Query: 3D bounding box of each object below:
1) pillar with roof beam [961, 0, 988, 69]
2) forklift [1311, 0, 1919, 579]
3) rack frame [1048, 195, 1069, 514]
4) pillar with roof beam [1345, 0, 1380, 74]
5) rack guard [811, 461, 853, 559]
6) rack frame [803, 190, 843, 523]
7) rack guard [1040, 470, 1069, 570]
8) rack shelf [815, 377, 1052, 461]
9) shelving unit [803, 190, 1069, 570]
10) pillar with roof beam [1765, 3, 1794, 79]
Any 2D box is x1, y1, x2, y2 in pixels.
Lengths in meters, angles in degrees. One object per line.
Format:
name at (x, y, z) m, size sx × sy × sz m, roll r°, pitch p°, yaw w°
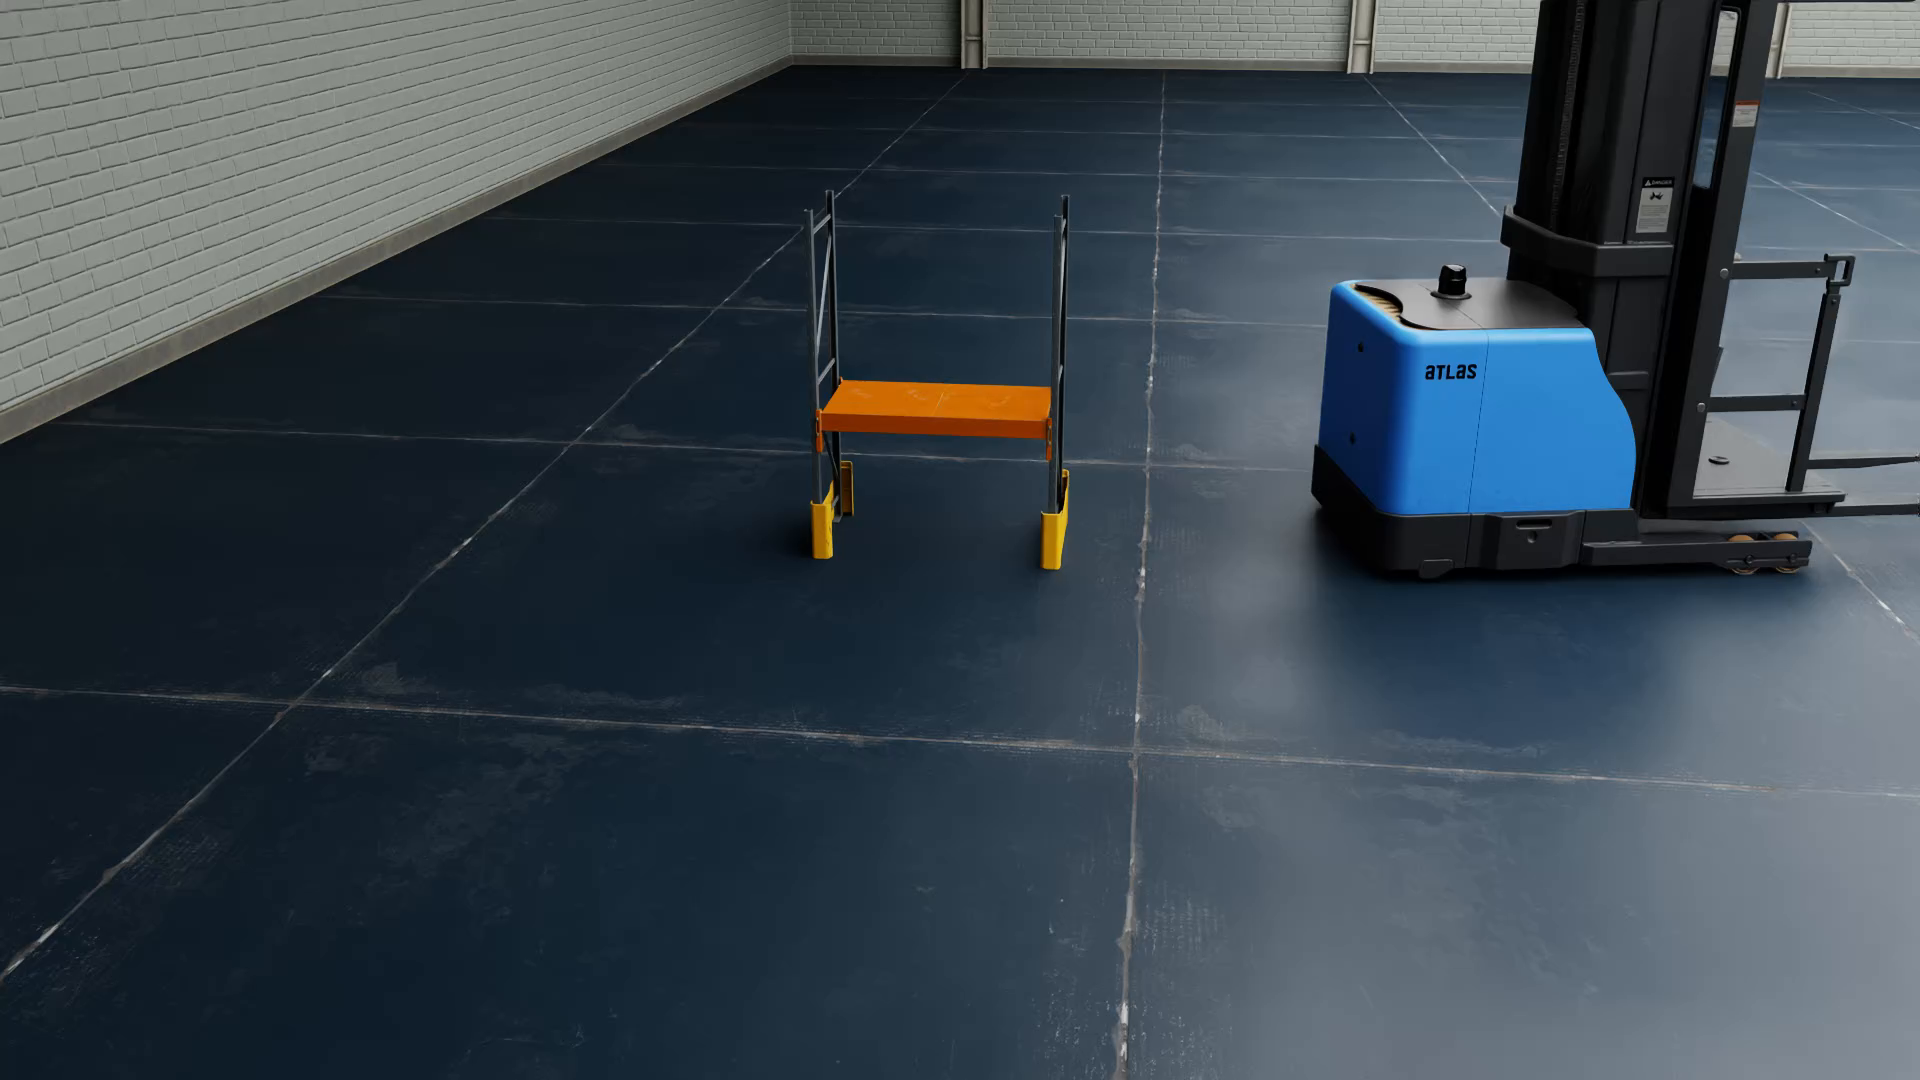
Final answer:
pillar with roof beam at (-0.278, -10.126, 20.813) m, size 0.400 × 9.000 × 9.100 m, roll 2°, pitch 22°, yaw 6°
forklift at (3.195, -1.407, 7.012) m, size 3.031 × 2.935 × 1.130 m, roll -2°, pitch 22°, yaw -5°
rack frame at (0.420, -0.679, 7.118) m, size 0.032 × 1.500 × 0.500 m, roll 2°, pitch 22°, yaw 6°
pillar with roof beam at (5.680, -9.866, 20.156) m, size 0.400 × 9.000 × 9.100 m, roll 2°, pitch 22°, yaw 6°
rack guard at (-0.570, -0.141, 7.457) m, size 0.087 × 0.250 × 0.587 m, roll 2°, pitch 22°, yaw 6°
rack frame at (-0.590, -0.723, 7.229) m, size 0.032 × 1.500 × 0.500 m, roll 2°, pitch 22°, yaw 6°
rack guard at (0.419, -0.098, 7.348) m, size 0.087 × 0.250 × 0.587 m, roll 2°, pitch 22°, yaw 6°
rack shelf at (-0.085, -0.534, 7.240) m, size 1.000 × 0.185 × 0.538 m, roll 2°, pitch 22°, yaw 6°
shelving unit at (-0.076, -0.701, 7.172) m, size 1.083 × 1.500 × 0.587 m, roll 2°, pitch 22°, yaw 6°
pillar with roof beam at (11.638, -9.607, 19.499) m, size 0.400 × 9.000 × 9.100 m, roll 2°, pitch 22°, yaw 6°
